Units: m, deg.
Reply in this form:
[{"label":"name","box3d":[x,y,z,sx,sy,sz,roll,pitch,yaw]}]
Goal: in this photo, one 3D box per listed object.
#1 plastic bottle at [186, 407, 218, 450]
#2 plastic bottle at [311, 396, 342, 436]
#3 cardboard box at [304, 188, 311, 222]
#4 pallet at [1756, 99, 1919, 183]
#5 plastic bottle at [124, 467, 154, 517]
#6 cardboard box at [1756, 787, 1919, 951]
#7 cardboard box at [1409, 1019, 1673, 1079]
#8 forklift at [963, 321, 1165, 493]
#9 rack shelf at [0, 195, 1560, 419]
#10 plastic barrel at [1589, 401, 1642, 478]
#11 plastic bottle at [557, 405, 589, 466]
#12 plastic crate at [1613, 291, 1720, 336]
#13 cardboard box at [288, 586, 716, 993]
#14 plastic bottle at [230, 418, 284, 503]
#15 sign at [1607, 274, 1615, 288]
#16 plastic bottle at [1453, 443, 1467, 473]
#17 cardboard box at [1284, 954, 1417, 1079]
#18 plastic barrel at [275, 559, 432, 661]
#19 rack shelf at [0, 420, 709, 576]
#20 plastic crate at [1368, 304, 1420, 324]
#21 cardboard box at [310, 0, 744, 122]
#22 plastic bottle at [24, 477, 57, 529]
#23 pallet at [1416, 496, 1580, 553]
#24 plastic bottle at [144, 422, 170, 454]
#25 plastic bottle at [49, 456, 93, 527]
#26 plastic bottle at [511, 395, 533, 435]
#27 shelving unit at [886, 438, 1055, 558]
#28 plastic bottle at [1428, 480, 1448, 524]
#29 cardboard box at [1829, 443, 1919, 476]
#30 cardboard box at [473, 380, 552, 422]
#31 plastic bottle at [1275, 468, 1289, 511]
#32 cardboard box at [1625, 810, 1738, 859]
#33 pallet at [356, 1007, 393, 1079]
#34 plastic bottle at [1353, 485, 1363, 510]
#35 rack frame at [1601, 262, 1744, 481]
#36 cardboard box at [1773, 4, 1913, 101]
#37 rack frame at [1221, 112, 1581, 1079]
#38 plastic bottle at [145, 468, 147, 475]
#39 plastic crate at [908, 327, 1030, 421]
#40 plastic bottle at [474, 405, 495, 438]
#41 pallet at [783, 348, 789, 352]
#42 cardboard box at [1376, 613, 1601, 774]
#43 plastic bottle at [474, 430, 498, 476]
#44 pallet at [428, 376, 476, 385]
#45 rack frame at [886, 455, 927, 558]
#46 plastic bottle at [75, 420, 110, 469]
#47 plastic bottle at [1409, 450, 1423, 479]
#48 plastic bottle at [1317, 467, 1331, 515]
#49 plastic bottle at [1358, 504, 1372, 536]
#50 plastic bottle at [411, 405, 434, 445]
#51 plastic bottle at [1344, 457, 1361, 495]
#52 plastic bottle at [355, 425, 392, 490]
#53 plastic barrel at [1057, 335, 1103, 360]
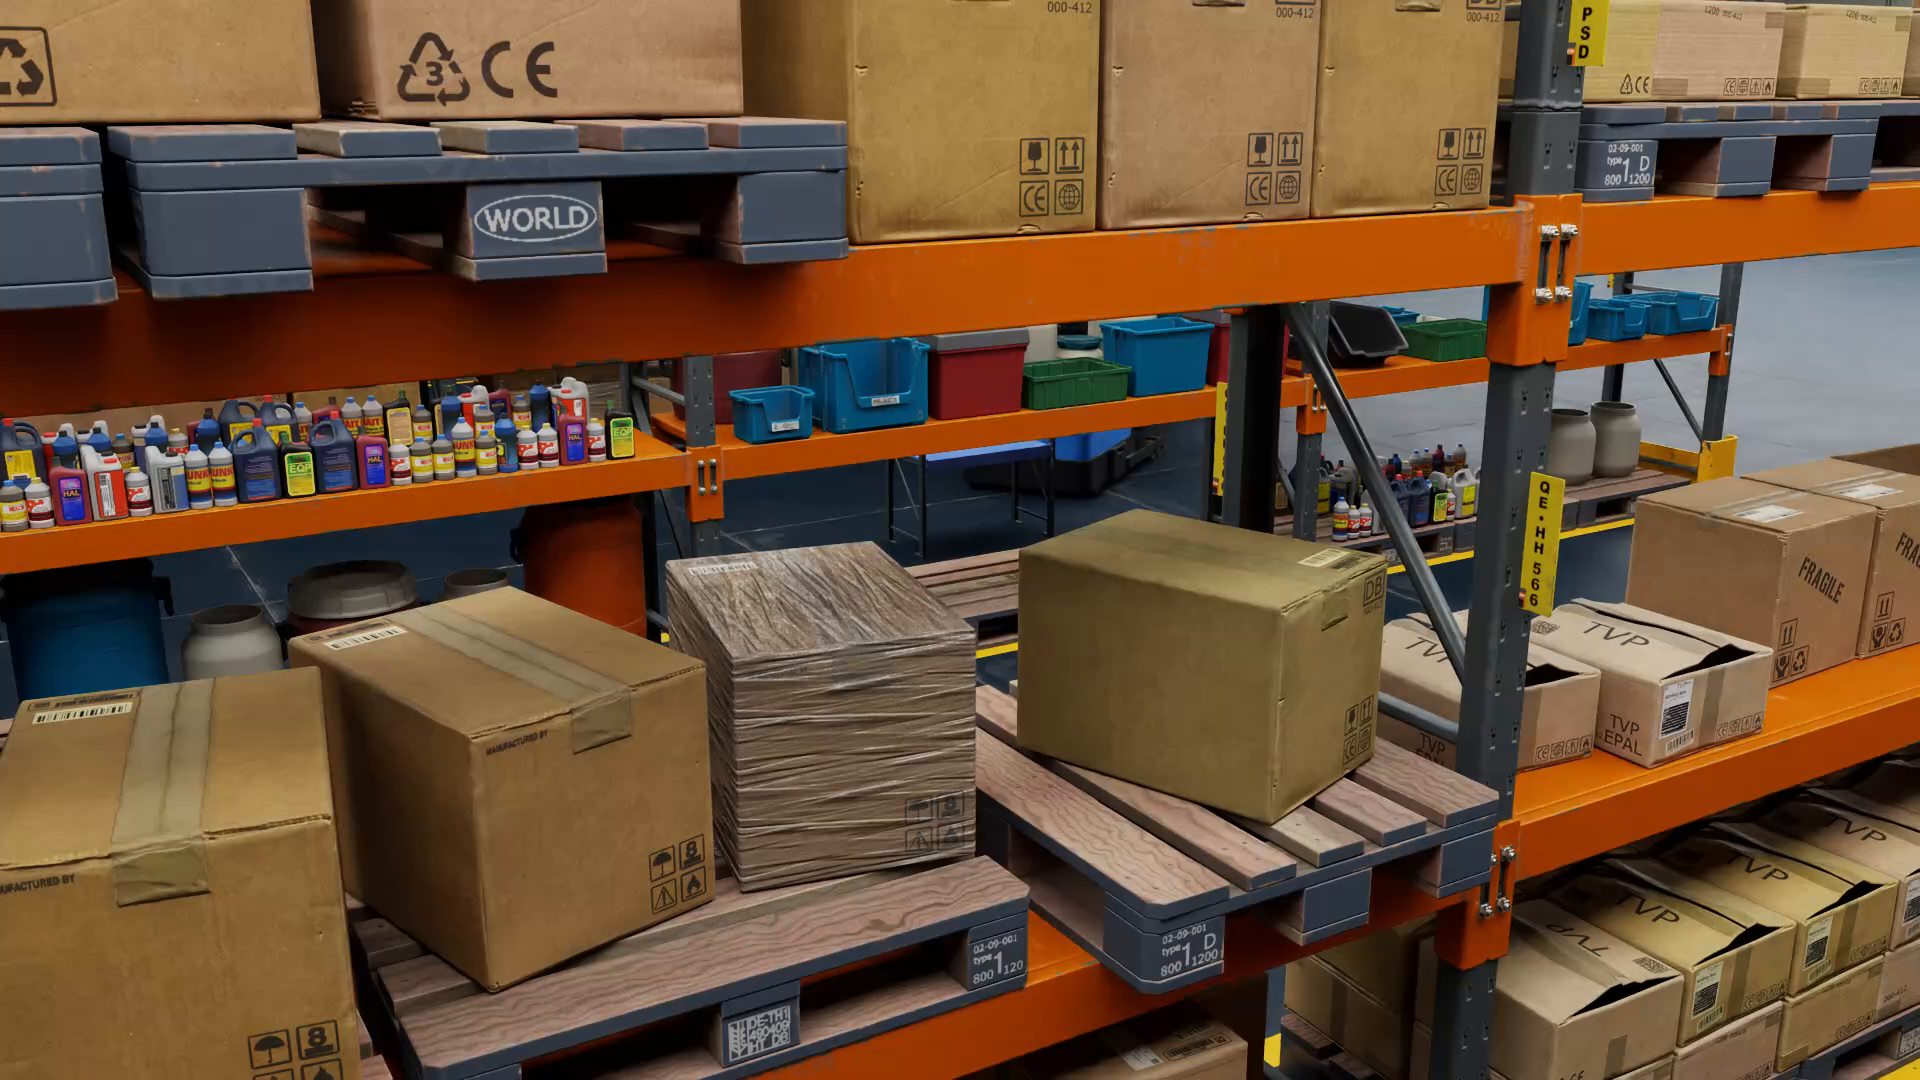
[{"label":"plastic bottle","box3d":[-3.527,-0.473,7.755,0.133,0.283,0.061,-9,18,-30]},{"label":"plastic bottle","box3d":[-3.055,-0.549,8.028,0.133,0.283,0.061,-9,18,-30]},{"label":"cardboard box","box3d":[-4.690,-2.320,12.085,0.637,0.503,0.797,-9,18,-28]},{"label":"pallet","box3d":[2.537,-1.219,4.993,1.213,0.211,1.003,-8,18,-27]},{"label":"plastic bottle","box3d":[-3.433,-0.204,6.948,0.097,0.201,0.097,0,16,0]},{"label":"cardboard box","box3d":[2.969,1.036,5.435,0.500,0.311,0.500,-9,18,-30]},{"label":"cardboard box","box3d":[1.644,1.523,4.737,0.500,0.250,0.500,-9,18,-30]},{"label":"forklift","box3d":[1.076,-2.116,13.528,1.130,2.935,3.031,7,17,23]},{"label":"rack shelf","box3d":[-0.671,-0.414,3.105,4.000,0.370,1.077,-9,18,-30]},{"label":"plastic barrel","box3d":[4.829,-0.748,12.352,0.421,0.512,0.421,0,16,0]},{"label":"plastic bottle","box3d":[-1.829,-0.498,7.844,0.133,0.283,0.061,-9,18,-30]},{"label":"plastic crate","box3d":[5.079,-1.642,11.987,0.616,0.251,0.499,-9,18,-30]},{"label":"cardboard box","box3d":[-0.902,0.452,3.278,0.700,0.500,0.500,15,21,42]},{"label":"plastic bottle","box3d":[-3.041,-0.347,7.180,0.185,0.351,0.144,-9,18,-30]},{"label":"sign","box3d":[5.074,-2.114,12.881,0.005,0.325,0.100,-9,18,-30]},{"label":"plastic bottle","box3d":[3.639,-0.571,12.129,0.097,0.271,0.097,0,16,0]},{"label":"cardboard box","box3d":[1.369,1.398,5.182,0.500,0.250,0.500,-9,18,-28]},{"label":"plastic barrel","box3d":[-2.883,0.447,7.947,0.708,0.588,0.600,-9,18,-30]},{"label":"rack shelf","box3d":[-3.218,-0.116,7.600,4.000,0.370,1.077,-9,18,-30]},{"label":"plastic crate","box3d":[2.734,-1.442,11.272,0.616,0.251,0.499,-9,18,-30]},{"label":"cardboard box","box3d":[-0.773,-1.020,2.785,0.600,0.600,0.600,-10,19,-32]},{"label":"plastic bottle","box3d":[-3.746,-0.153,6.766,0.097,0.201,0.097,0,16,0]},{"label":"pallet","box3d":[3.569,-0.209,11.763,1.213,0.211,1.003,-9,18,-30]},{"label":"plastic bottle","box3d":[-3.622,-0.398,7.510,0.097,0.271,0.097,0,16,0]},{"label":"plastic bottle","box3d":[-3.637,-0.204,6.797,0.133,0.283,0.061,-9,18,-30]},{"label":"plastic bottle","box3d":[-2.238,-0.636,8.491,0.097,0.201,0.097,0,16,0]},{"label":"shelving unit","box3d":[0.073,-0.734,11.250,1.048,1.500,0.538,-9,18,-30]},{"label":"plastic bottle","box3d":[3.155,-0.256,10.985,0.133,0.283,0.061,-8,18,-27]},{"label":"cardboard box","box3d":[3.354,-0.022,5.746,0.500,0.500,0.500,-8,17,-26]},{"label":"cardboard box","box3d":[-3.491,-0.993,13.210,0.500,0.500,0.700,-10,19,-33]},{"label":"plastic bottle","box3d":[2.167,-0.344,11.297,0.133,0.283,0.061,-8,18,-27]},{"label":"cardboard box","box3d":[2.242,0.984,5.618,0.500,0.311,0.500,-9,18,-30]},{"label":"pallet","box3d":[-1.644,0.968,2.753,1.213,0.211,1.003,-9,18,-30]},{"label":"plastic bottle","box3d":[2.631,-0.219,10.853,0.133,0.283,0.061,-9,18,-30]},{"label":"rack frame","box3d":[5.354,-1.853,12.462,0.127,3.000,1.000,-9,18,-30]},{"label":"cardboard box","box3d":[2.340,-1.399,4.784,0.500,0.250,0.500,-10,18,-31]},{"label":"rack frame","box3d":[1.044,0.406,4.405,0.127,3.000,1.000,-9,18,-30]},{"label":"plastic bottle","box3d":[-3.427,-0.253,7.121,0.097,0.201,0.097,0,16,0]},{"label":"plastic crate","box3d":[0.039,-0.925,9.035,0.583,0.464,0.402,-9,18,-30]},{"label":"plastic bottle","box3d":[-2.358,-0.569,8.251,0.097,0.201,0.097,0,16,0]},{"label":"pallet","box3d":[-2.402,-2.349,19.400,1.213,0.211,1.003,-9,18,-30]},{"label":"cardboard box","box3d":[1.378,0.408,4.561,0.500,0.311,0.500,-8,18,-26]},{"label":"plastic bottle","box3d":[-2.187,-0.406,7.668,0.097,0.201,0.097,0,16,0]},{"label":"pallet","box3d":[-5.808,-1.798,17.432,1.213,0.211,1.003,-9,18,-30]},{"label":"rack frame","box3d":[-0.363,-0.663,10.998,0.032,1.500,0.500,-9,18,-30]},{"label":"plastic bottle","box3d":[-3.901,-0.394,7.489,0.135,0.276,0.152,-9,18,-30]},{"label":"plastic bottle","box3d":[3.259,-0.509,11.910,0.097,0.271,0.097,0,16,0]},{"label":"plastic bottle","box3d":[2.403,-0.356,11.215,0.185,0.351,0.144,-9,18,-30]},{"label":"plastic bottle","box3d":[2.598,-0.132,10.694,0.097,0.201,0.097,0,16,0]},{"label":"plastic bottle","box3d":[-2.666,-0.567,8.244,0.097,0.201,0.097,0,16,0]},{"label":"plastic bottle","box3d":[2.770,-0.461,11.589,0.185,0.351,0.144,-9,18,-30]},{"label":"plastic bottle","box3d":[-2.611,-0.371,7.391,0.133,0.283,0.061,-9,18,-30]},{"label":"plastic barrel","box3d":[0.711,-1.082,9.968,0.301,0.262,0.301,0,16,0]}]
